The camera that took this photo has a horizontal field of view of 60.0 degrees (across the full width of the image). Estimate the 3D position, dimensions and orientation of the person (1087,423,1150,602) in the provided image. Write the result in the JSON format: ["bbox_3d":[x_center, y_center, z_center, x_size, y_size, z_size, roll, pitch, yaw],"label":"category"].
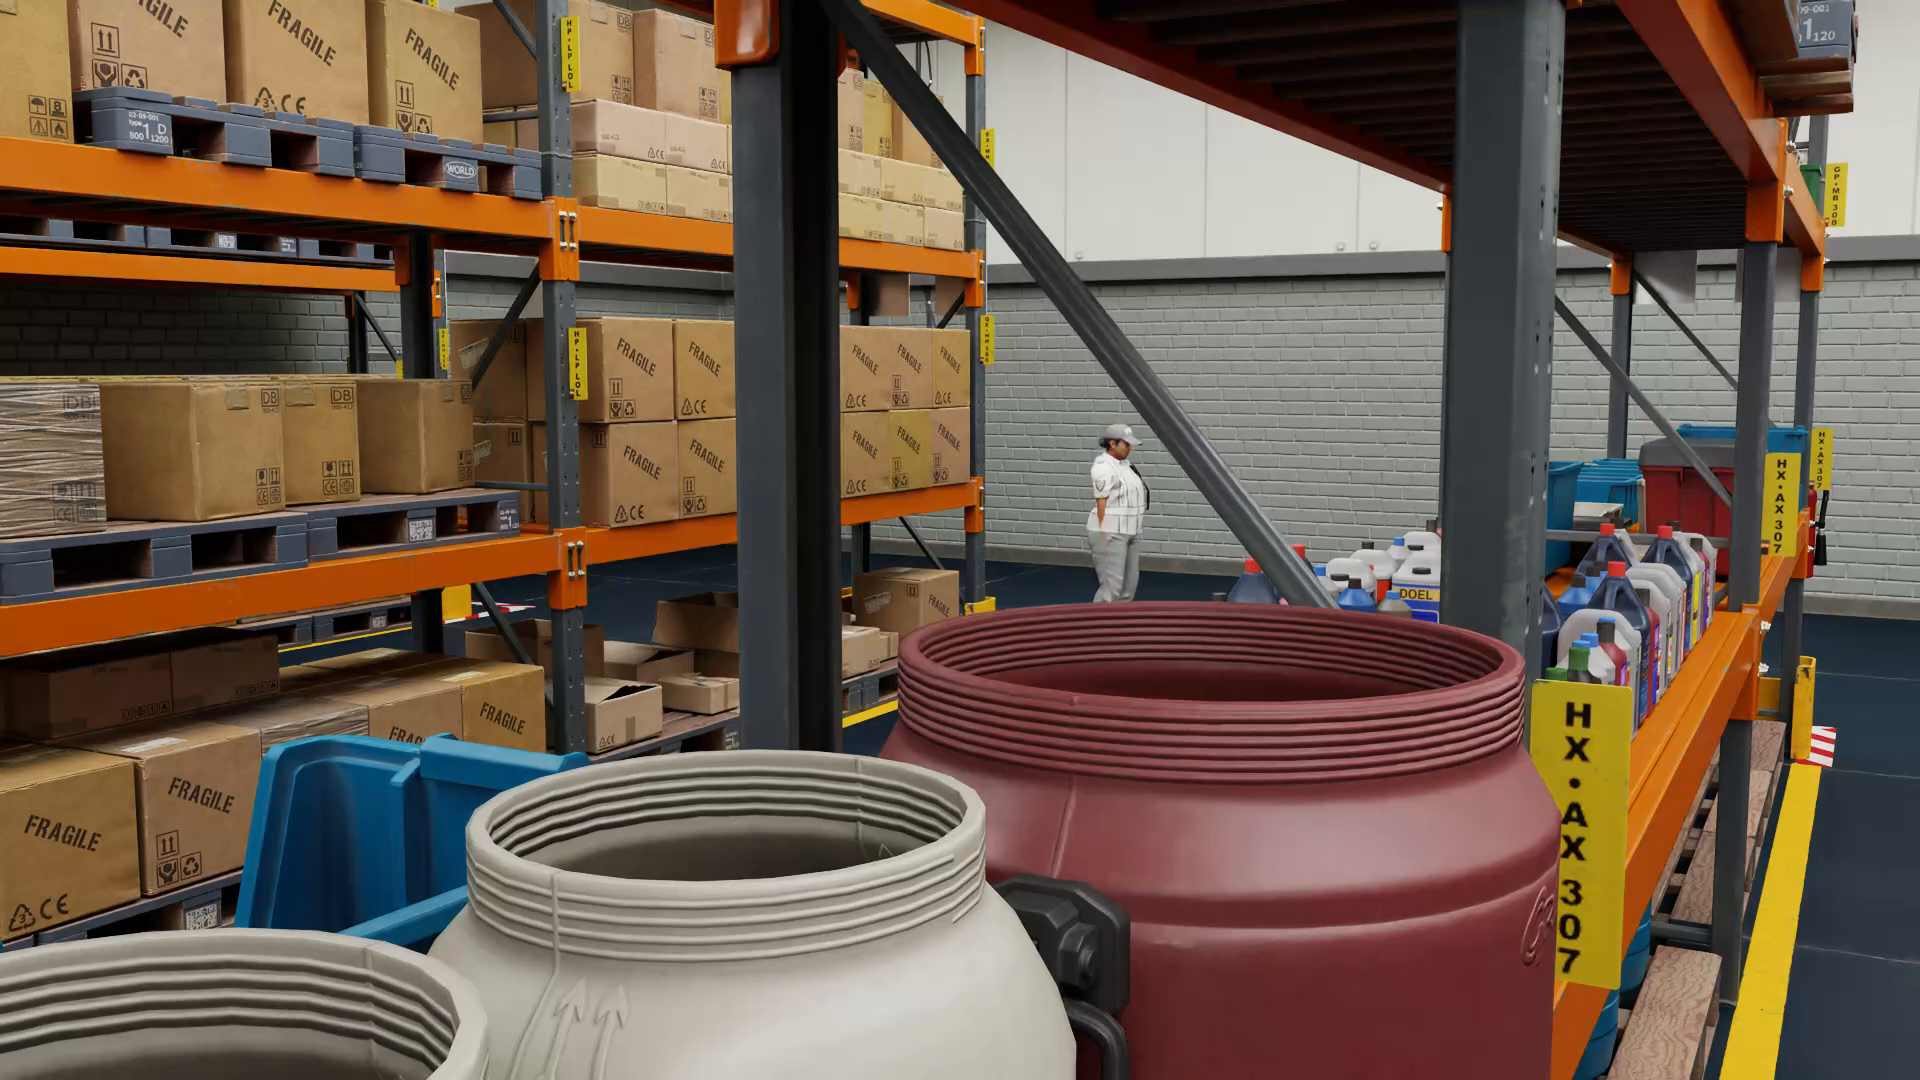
[{"bbox_3d":[1.155,-0.021,12.110,0.367,1.659,0.470,3,7,30],"label":"person"}]
